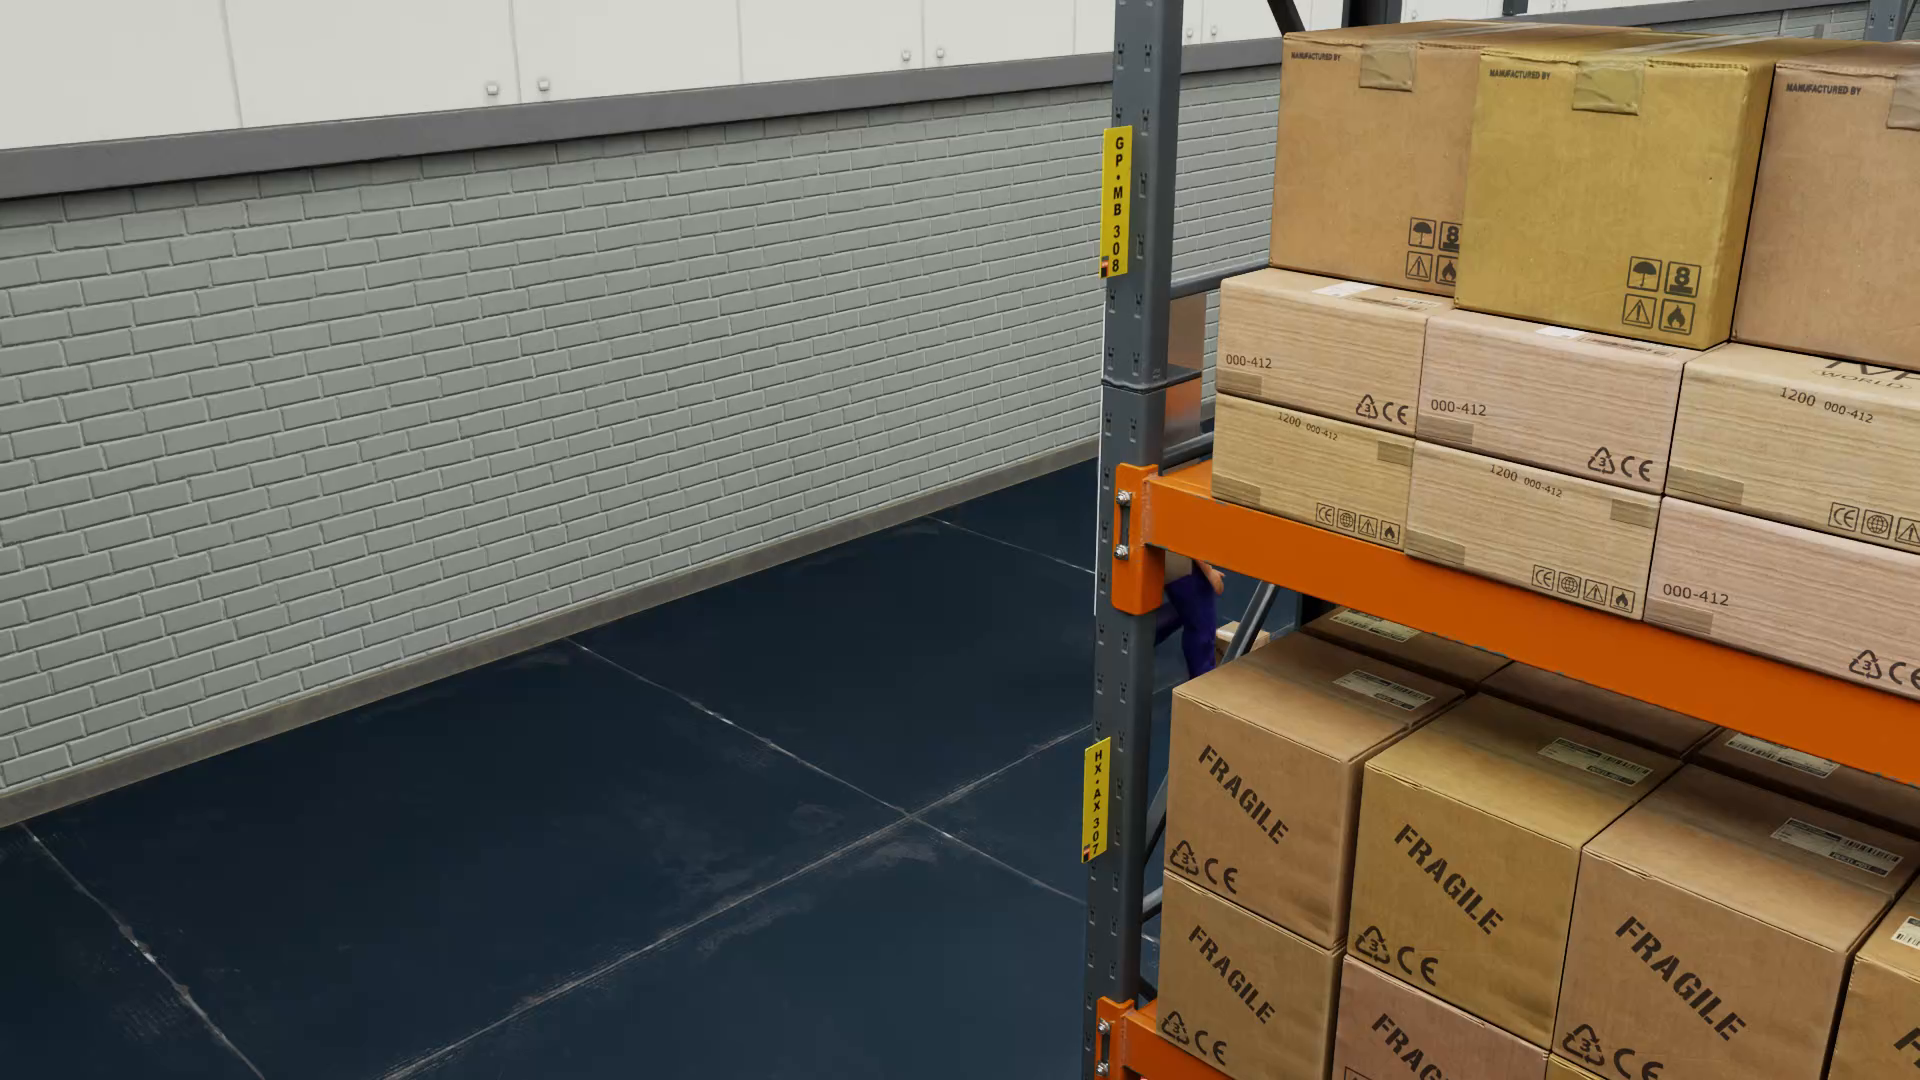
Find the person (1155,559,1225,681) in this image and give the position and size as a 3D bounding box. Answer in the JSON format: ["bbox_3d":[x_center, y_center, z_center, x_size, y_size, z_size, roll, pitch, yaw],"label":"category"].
[{"bbox_3d":[1.226,0.105,8.836,0.649,1.614,0.521,-4,21,-10],"label":"person"}]
